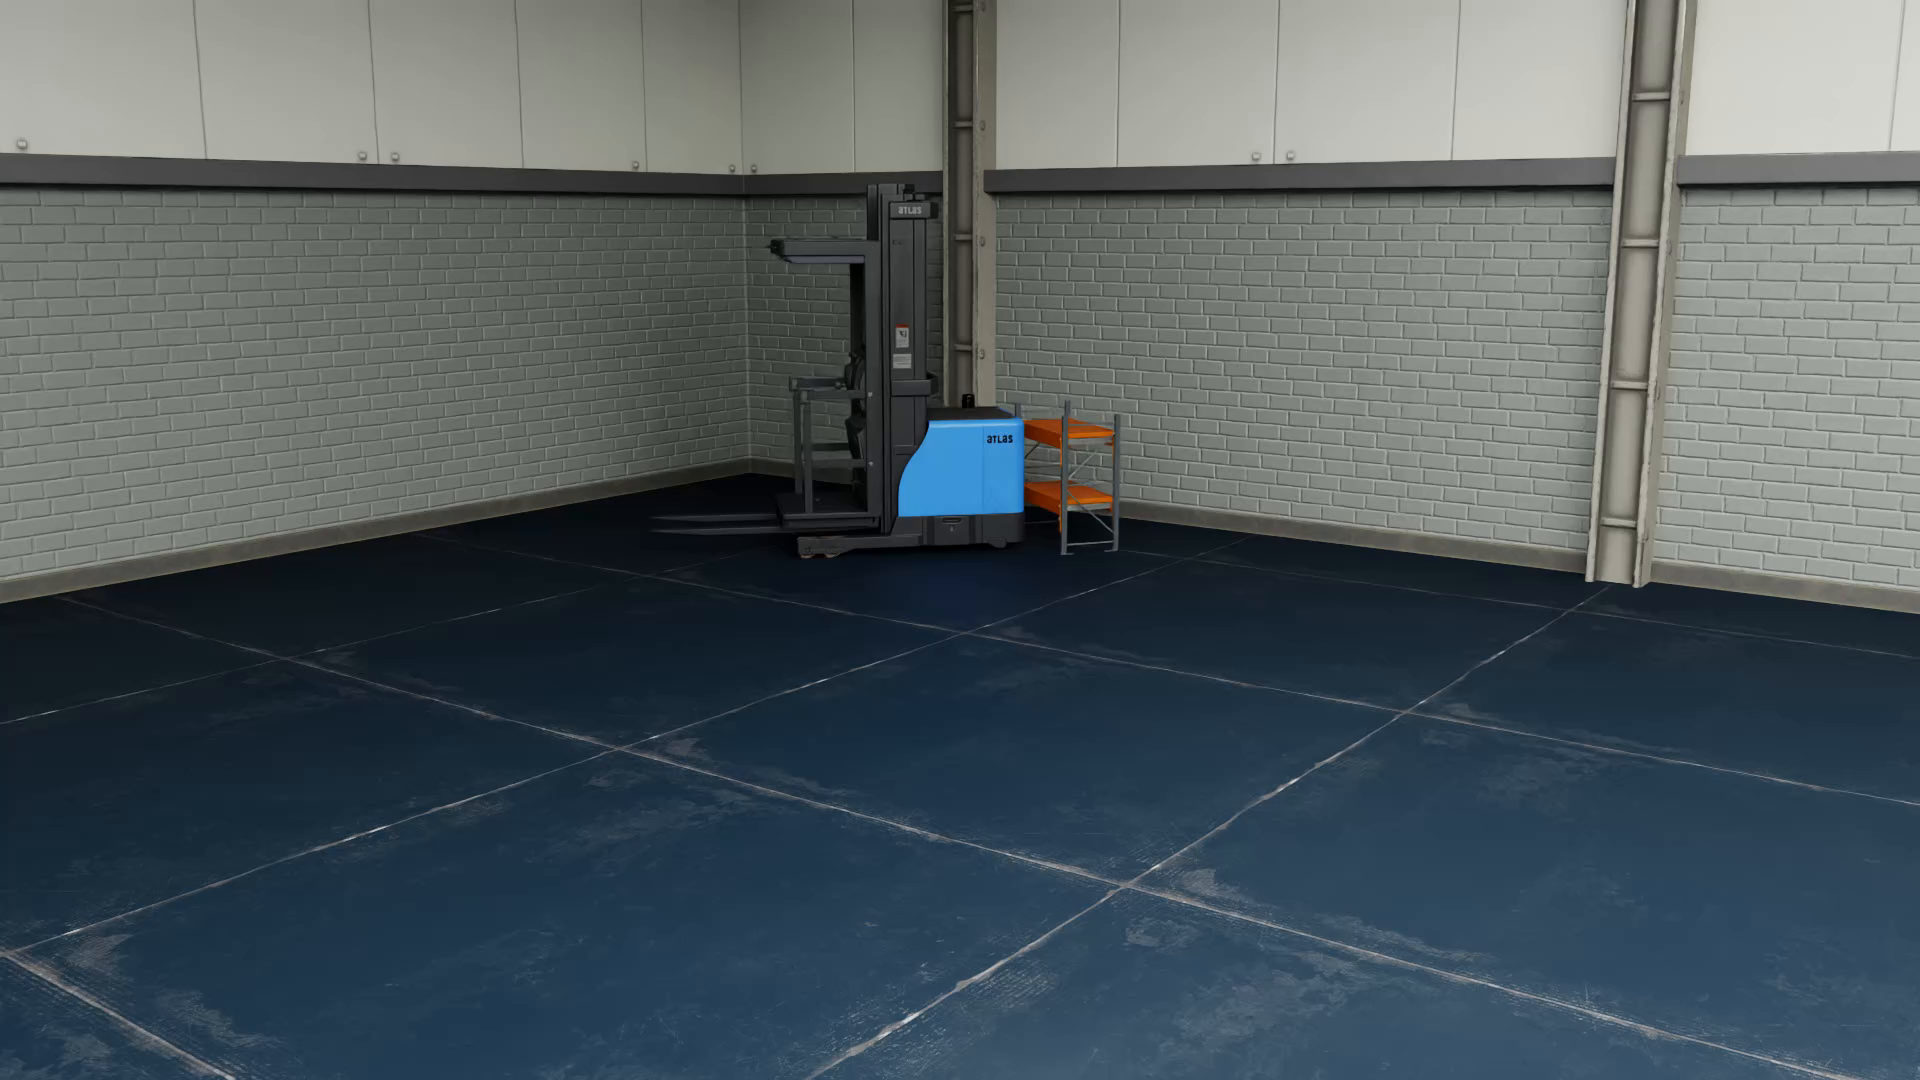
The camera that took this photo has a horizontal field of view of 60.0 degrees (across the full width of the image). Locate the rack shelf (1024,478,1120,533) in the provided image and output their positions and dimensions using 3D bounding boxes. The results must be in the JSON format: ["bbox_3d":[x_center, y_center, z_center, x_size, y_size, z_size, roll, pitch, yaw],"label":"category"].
[{"bbox_3d":[0.880,-0.300,13.908,0.538,0.278,1.000,-4,12,-19],"label":"rack shelf"}]

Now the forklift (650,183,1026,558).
[{"bbox_3d":[-1.030,-1.401,13.557,3.031,2.935,1.130,-2,11,-10],"label":"forklift"}]

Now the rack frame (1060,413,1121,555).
[{"bbox_3d":[1.051,-0.450,13.392,0.500,1.125,0.032,-4,12,-19],"label":"rack frame"}]

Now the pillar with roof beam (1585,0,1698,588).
[{"bbox_3d":[2.375,-3.452,8.182,0.400,9.000,9.100,8,13,36],"label":"pillar with roof beam"}]

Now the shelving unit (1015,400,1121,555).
[{"bbox_3d":[0.880,-0.540,13.862,0.538,1.125,1.048,-4,12,-19],"label":"shelving unit"}]

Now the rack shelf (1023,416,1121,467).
[{"bbox_3d":[0.880,-0.828,13.806,0.538,0.278,1.000,-4,12,-19],"label":"rack shelf"}]

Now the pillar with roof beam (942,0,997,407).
[{"bbox_3d":[-2.461,-4.127,11.669,0.400,9.000,9.100,8,13,36],"label":"pillar with roof beam"}]

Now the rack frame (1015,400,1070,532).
[{"bbox_3d":[0.708,-0.631,14.332,0.500,1.125,0.032,-4,12,-19],"label":"rack frame"}]
